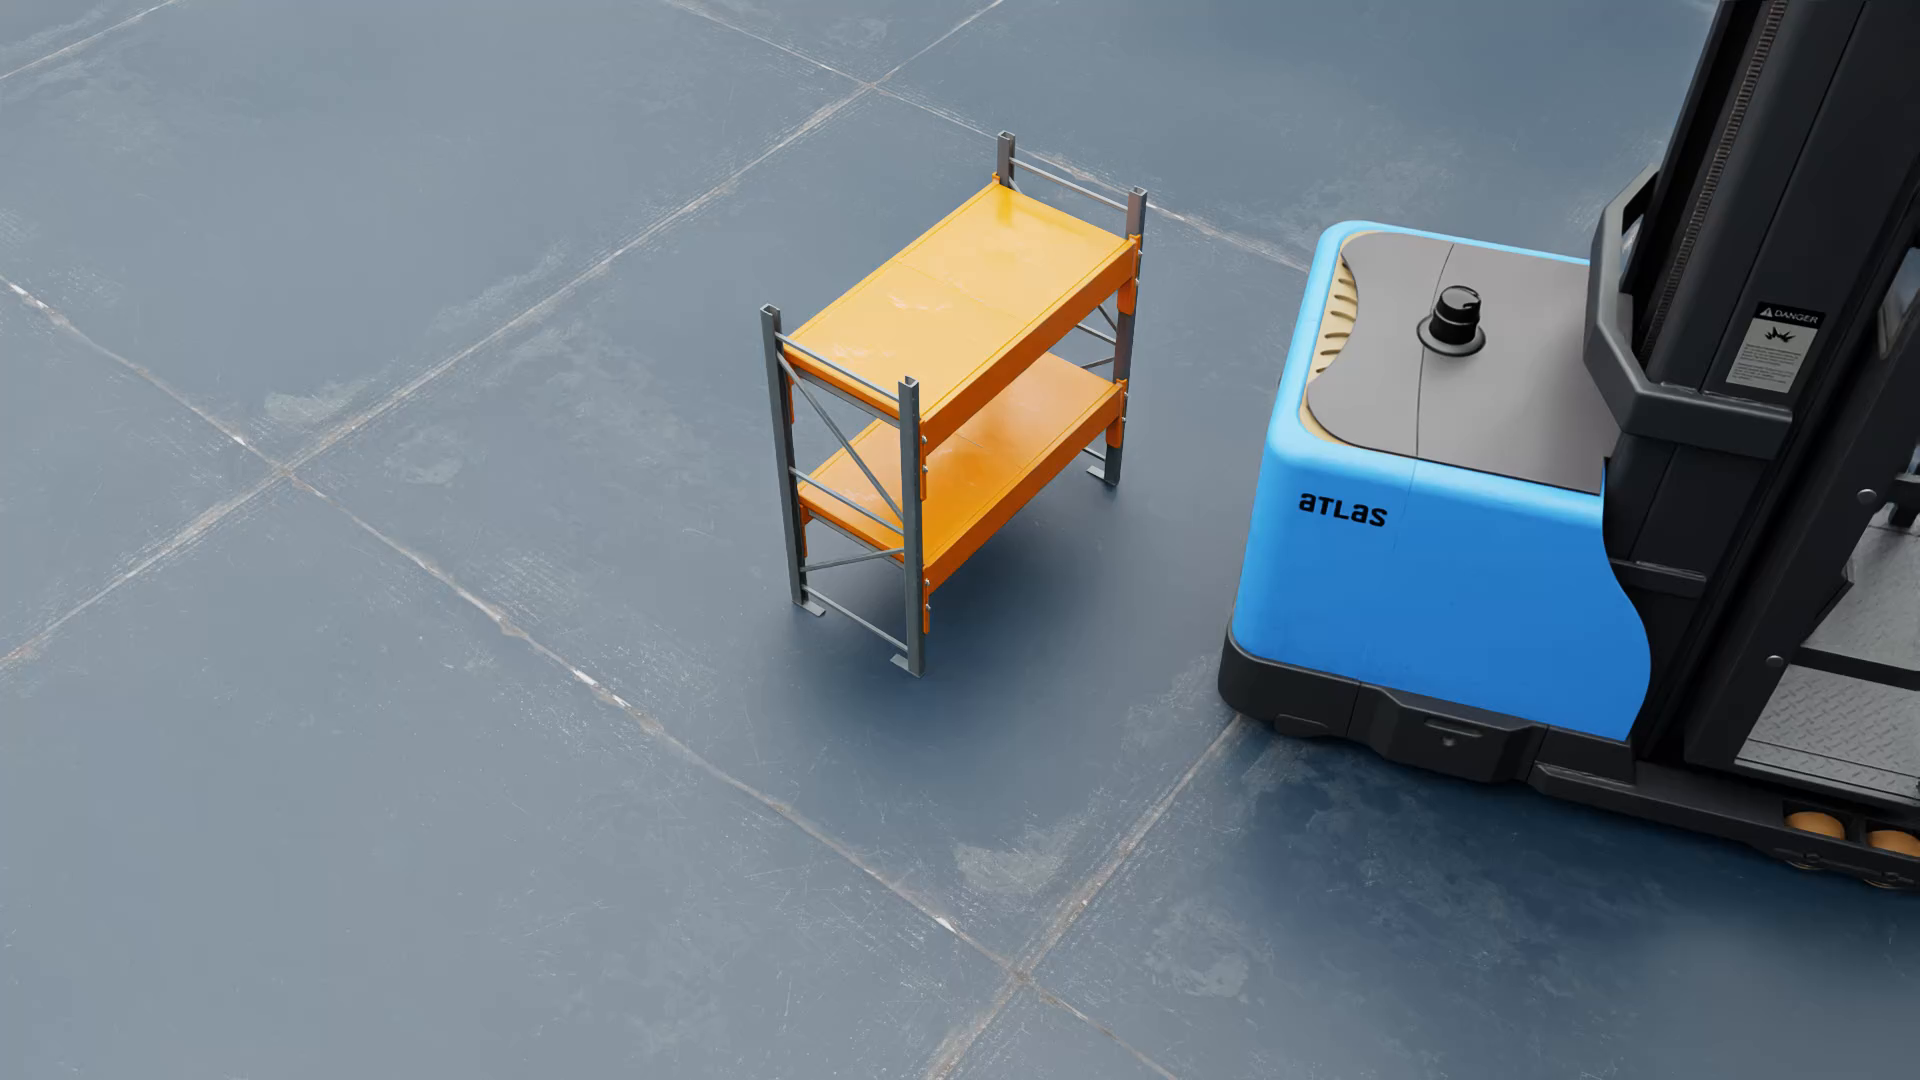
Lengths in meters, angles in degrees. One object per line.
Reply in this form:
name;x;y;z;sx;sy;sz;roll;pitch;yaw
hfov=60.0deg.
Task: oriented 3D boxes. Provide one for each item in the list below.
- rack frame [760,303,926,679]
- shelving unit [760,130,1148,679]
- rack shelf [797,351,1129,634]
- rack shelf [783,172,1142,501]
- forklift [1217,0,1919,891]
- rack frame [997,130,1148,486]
rack frame;-0.307;-0.102;4.569;0.500;1.125;0.032;29;53;25
shelving unit;0.004;-0.392;4.847;0.538;1.125;1.048;29;53;25
rack shelf;0.004;-0.224;5.024;0.538;0.278;1.000;29;53;25
rack shelf;0.004;-0.595;4.635;0.538;0.278;1.000;29;53;25
forklift;2.311;-0.529;3.728;3.031;2.935;1.130;13;48;12
rack frame;0.315;-0.683;5.125;0.500;1.125;0.032;29;53;25
